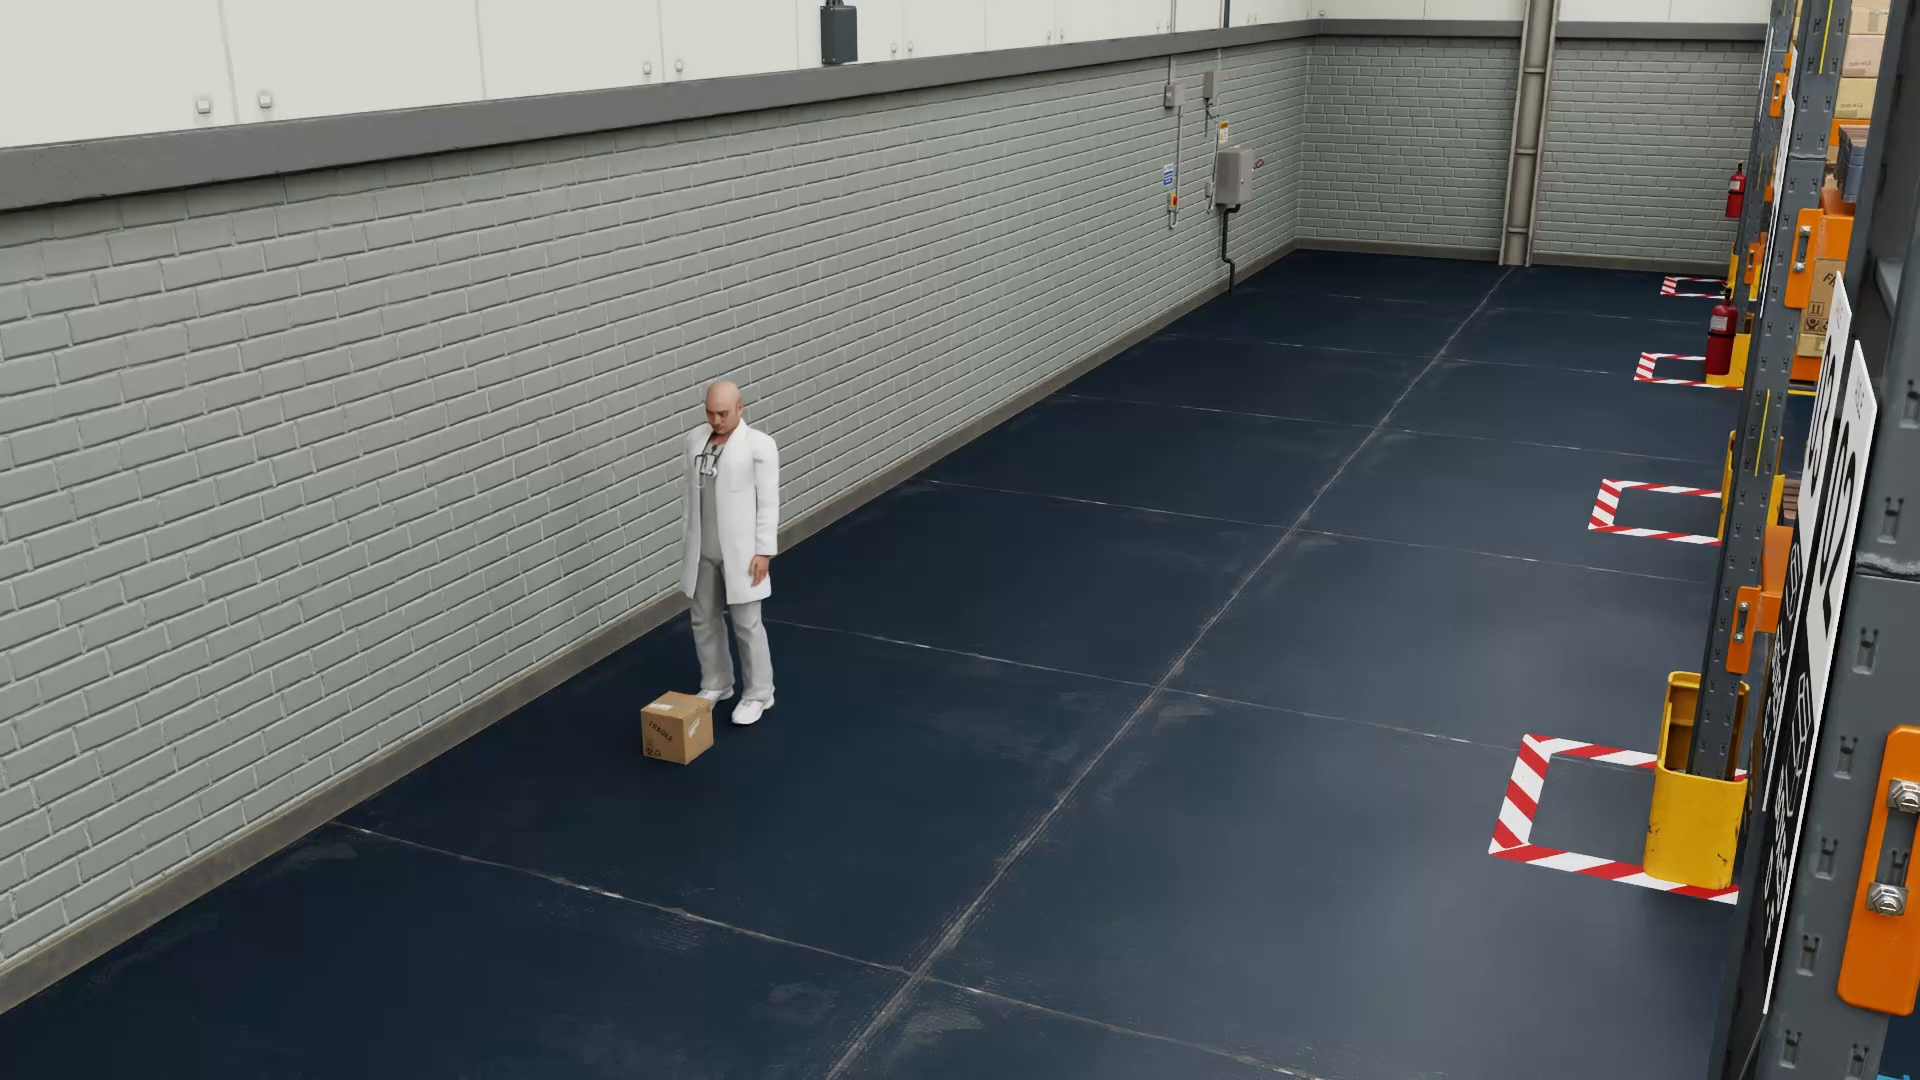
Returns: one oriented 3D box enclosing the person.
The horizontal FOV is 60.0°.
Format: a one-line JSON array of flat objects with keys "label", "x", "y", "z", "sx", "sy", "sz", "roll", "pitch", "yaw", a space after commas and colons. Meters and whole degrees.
[{"label": "person", "x": -1.173, "y": 0.058, "z": 8.429, "sx": 0.562, "sy": 1.773, "sz": 0.379, "roll": 9, "pitch": 21, "yaw": 24}]
